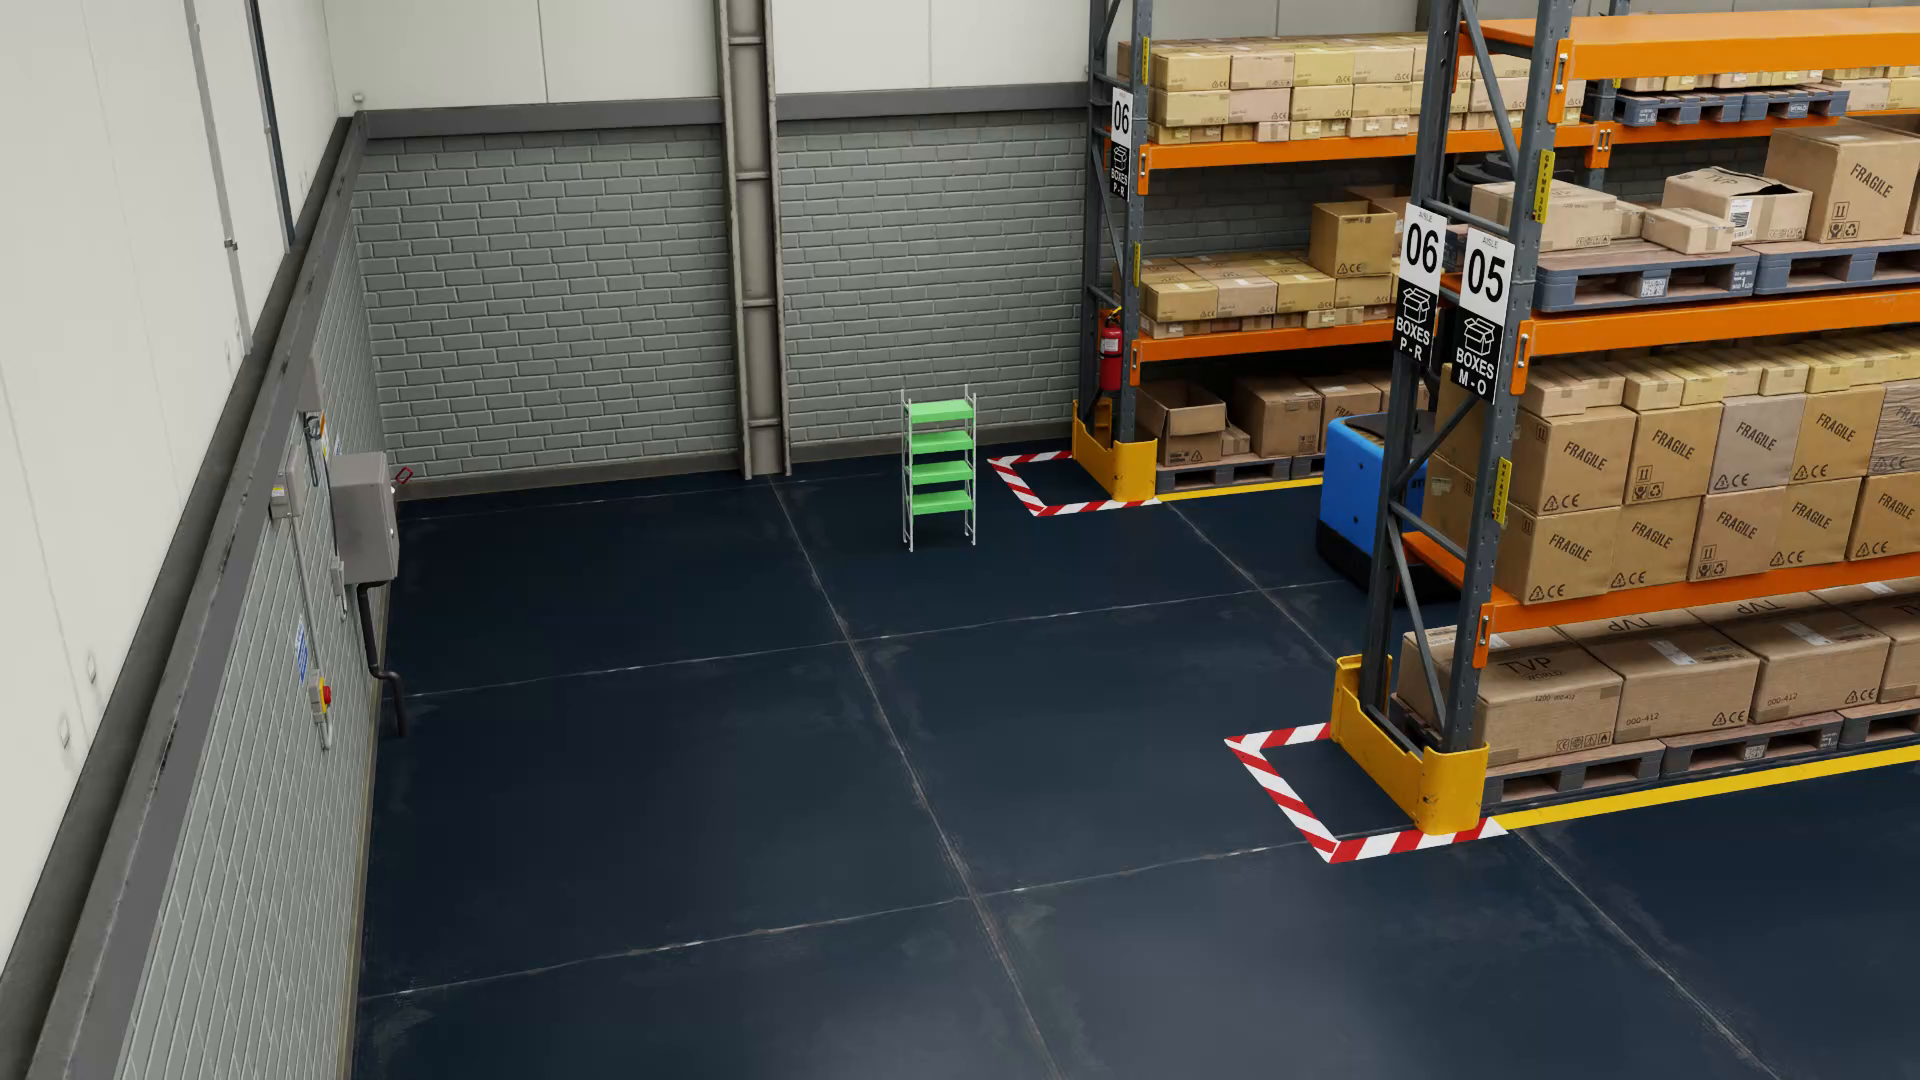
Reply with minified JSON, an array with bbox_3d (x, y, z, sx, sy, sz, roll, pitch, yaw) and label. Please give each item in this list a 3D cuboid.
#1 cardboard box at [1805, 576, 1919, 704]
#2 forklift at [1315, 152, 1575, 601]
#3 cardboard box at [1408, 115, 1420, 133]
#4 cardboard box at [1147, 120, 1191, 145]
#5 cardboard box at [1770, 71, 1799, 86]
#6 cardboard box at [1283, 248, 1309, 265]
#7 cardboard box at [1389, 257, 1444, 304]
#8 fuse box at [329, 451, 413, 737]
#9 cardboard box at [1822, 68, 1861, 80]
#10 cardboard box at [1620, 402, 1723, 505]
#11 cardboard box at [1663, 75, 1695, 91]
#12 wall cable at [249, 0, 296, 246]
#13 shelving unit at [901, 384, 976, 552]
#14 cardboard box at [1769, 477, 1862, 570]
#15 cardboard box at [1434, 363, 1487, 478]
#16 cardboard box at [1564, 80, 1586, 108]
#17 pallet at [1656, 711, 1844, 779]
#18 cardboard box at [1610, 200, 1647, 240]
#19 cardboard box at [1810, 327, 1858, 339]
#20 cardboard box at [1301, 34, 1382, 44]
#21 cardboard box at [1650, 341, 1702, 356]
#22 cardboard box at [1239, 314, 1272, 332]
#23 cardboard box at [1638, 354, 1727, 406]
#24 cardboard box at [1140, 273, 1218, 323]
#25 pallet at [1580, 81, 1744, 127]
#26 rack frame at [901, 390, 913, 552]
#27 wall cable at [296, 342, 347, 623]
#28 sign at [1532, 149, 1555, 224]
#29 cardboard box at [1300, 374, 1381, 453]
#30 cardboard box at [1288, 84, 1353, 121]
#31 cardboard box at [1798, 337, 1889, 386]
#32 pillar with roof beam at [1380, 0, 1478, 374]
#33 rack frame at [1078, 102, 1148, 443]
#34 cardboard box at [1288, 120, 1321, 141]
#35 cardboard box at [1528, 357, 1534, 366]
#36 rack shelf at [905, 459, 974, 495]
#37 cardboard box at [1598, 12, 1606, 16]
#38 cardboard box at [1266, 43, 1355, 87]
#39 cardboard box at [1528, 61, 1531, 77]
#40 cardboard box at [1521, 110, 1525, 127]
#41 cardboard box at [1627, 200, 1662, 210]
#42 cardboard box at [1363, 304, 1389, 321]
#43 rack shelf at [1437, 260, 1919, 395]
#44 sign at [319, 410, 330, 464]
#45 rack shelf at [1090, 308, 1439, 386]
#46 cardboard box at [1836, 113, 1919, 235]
[{"bbox_3d":[5.759,0.564,10.279,0.875,0.438,0.875,-7,24,-15],"label":"cardboard box"},{"bbox_3d":[4.214,-1.235,11.842,3.031,2.935,1.130,-7,24,-16],"label":"forklift"},{"bbox_3d":[3.541,-3.323,13.134,0.250,0.149,0.380,-6,24,-14],"label":"cardboard box"},{"bbox_3d":[1.567,-3.114,12.647,0.250,0.149,0.380,-6,24,-13],"label":"cardboard box"},{"bbox_3d":[6.673,-3.847,13.697,0.250,0.149,0.380,-6,24,-13],"label":"cardboard box"},{"bbox_3d":[3.047,-2.284,14.011,0.500,0.250,0.500,-6,24,-14],"label":"cardboard box"},{"bbox_3d":[3.662,-2.145,13.688,0.500,0.250,0.500,-6,24,-15],"label":"cardboard box"},{"bbox_3d":[-3.308,0.368,9.654,0.414,1.711,0.539,-6,24,-14],"label":"fuse box"},{"bbox_3d":[7.378,-3.994,14.064,0.250,0.149,0.380,-6,24,-13],"label":"cardboard box"},{"bbox_3d":[3.576,-0.527,8.710,0.500,0.500,0.500,-7,24,-16],"label":"cardboard box"},{"bbox_3d":[5.702,-3.728,13.420,0.250,0.149,0.380,-6,24,-14],"label":"cardboard box"},{"bbox_3d":[-3.776,-3.430,9.214,0.133,3.039,2.988,-6,24,-14],"label":"wall cable"},{"bbox_3d":[-0.159,-0.534,12.402,0.503,1.200,0.258,-6,24,-14],"label":"shelving unit"},{"bbox_3d":[4.533,-0.181,9.170,0.500,0.500,0.500,-6,24,-13],"label":"cardboard box"},{"bbox_3d":[2.942,-0.668,9.038,0.500,0.500,0.500,-6,24,-13],"label":"cardboard box"},{"bbox_3d":[4.652,-3.631,13.347,0.500,0.250,0.500,-6,24,-14],"label":"cardboard box"},{"bbox_3d":[4.463,1.017,10.042,1.213,0.211,1.003,-6,24,-14],"label":"pallet"},{"bbox_3d":[3.333,-1.680,8.647,0.250,0.149,0.380,-8,25,-18],"label":"cardboard box"},{"bbox_3d":[4.803,-1.160,9.363,0.250,0.149,0.380,-6,24,-15],"label":"cardboard box"},{"bbox_3d":[3.033,-3.891,13.320,0.500,0.250,0.500,-6,24,-14],"label":"cardboard box"},{"bbox_3d":[3.821,-1.047,9.098,0.250,0.149,0.380,-7,24,-15],"label":"cardboard box"},{"bbox_3d":[2.324,-1.810,13.413,0.250,0.149,0.380,-6,24,-13],"label":"cardboard box"},{"bbox_3d":[3.721,-0.831,8.596,0.250,0.149,0.380,-7,24,-16],"label":"cardboard box"},{"bbox_3d":[1.707,-1.919,13.161,0.500,0.250,0.500,-6,24,-14],"label":"cardboard box"},{"bbox_3d":[5.695,-3.666,13.854,1.003,0.211,1.213,-6,24,-14],"label":"pallet"},{"bbox_3d":[-0.394,-0.508,12.342,0.015,1.200,0.240,-6,24,-14],"label":"rack frame"},{"bbox_3d":[-3.275,-0.416,8.556,0.122,1.984,0.588,-6,24,-14],"label":"wall cable"},{"bbox_3d":[2.686,-1.626,7.653,0.005,0.325,0.100,-6,24,-14],"label":"sign"},{"bbox_3d":[3.181,-1.073,14.015,0.500,0.500,0.500,-6,24,-13],"label":"cardboard box"},{"bbox_3d":[2.678,-3.407,12.824,0.500,0.250,0.500,-7,24,-16],"label":"cardboard box"},{"bbox_3d":[4.702,-0.953,8.879,0.250,0.149,0.380,-6,24,-14],"label":"cardboard box"},{"bbox_3d":[5.298,-3.722,9.942,0.400,9.000,9.100,-6,24,-14],"label":"pillar with roof beam"},{"bbox_3d":[1.197,-1.905,13.316,0.127,3.000,1.000,-6,24,-14],"label":"rack frame"},{"bbox_3d":[2.582,-3.191,12.827,0.250,0.149,0.380,-6,24,-15],"label":"cardboard box"},{"bbox_3d":[2.833,-0.939,8.847,0.250,0.149,0.380,-6,24,-14],"label":"cardboard box"},{"bbox_3d":[-0.159,-0.475,12.428,0.480,0.148,0.258,-6,24,-14],"label":"rack shelf"},{"bbox_3d":[5.325,-4.219,13.661,0.258,0.266,0.396,-7,24,-15],"label":"cardboard box"},{"bbox_3d":[2.667,-3.639,12.731,0.500,0.250,0.500,-7,24,-15],"label":"cardboard box"},{"bbox_3d":[4.628,-3.862,13.252,0.500,0.250,0.500,-6,24,-14],"label":"cardboard box"},{"bbox_3d":[4.546,-3.419,13.358,0.250,0.149,0.380,-6,24,-14],"label":"cardboard box"},{"bbox_3d":[6.073,-2.592,14.257,0.500,0.500,0.700,-6,24,-14],"label":"cardboard box"},{"bbox_3d":[3.319,-1.928,13.689,0.250,0.149,0.380,-6,24,-14],"label":"cardboard box"},{"bbox_3d":[4.467,-1.282,8.972,4.000,0.370,1.077,-6,24,-14],"label":"rack shelf"},{"bbox_3d":[-3.493,-0.561,9.136,0.001,0.242,0.339,-6,24,-14],"label":"sign"},{"bbox_3d":[3.123,-1.787,13.954,4.000,0.370,1.077,-6,24,-14],"label":"rack shelf"},{"bbox_3d":[5.103,-1.956,8.840,0.637,0.503,0.797,-4,24,-10],"label":"cardboard box"}]
